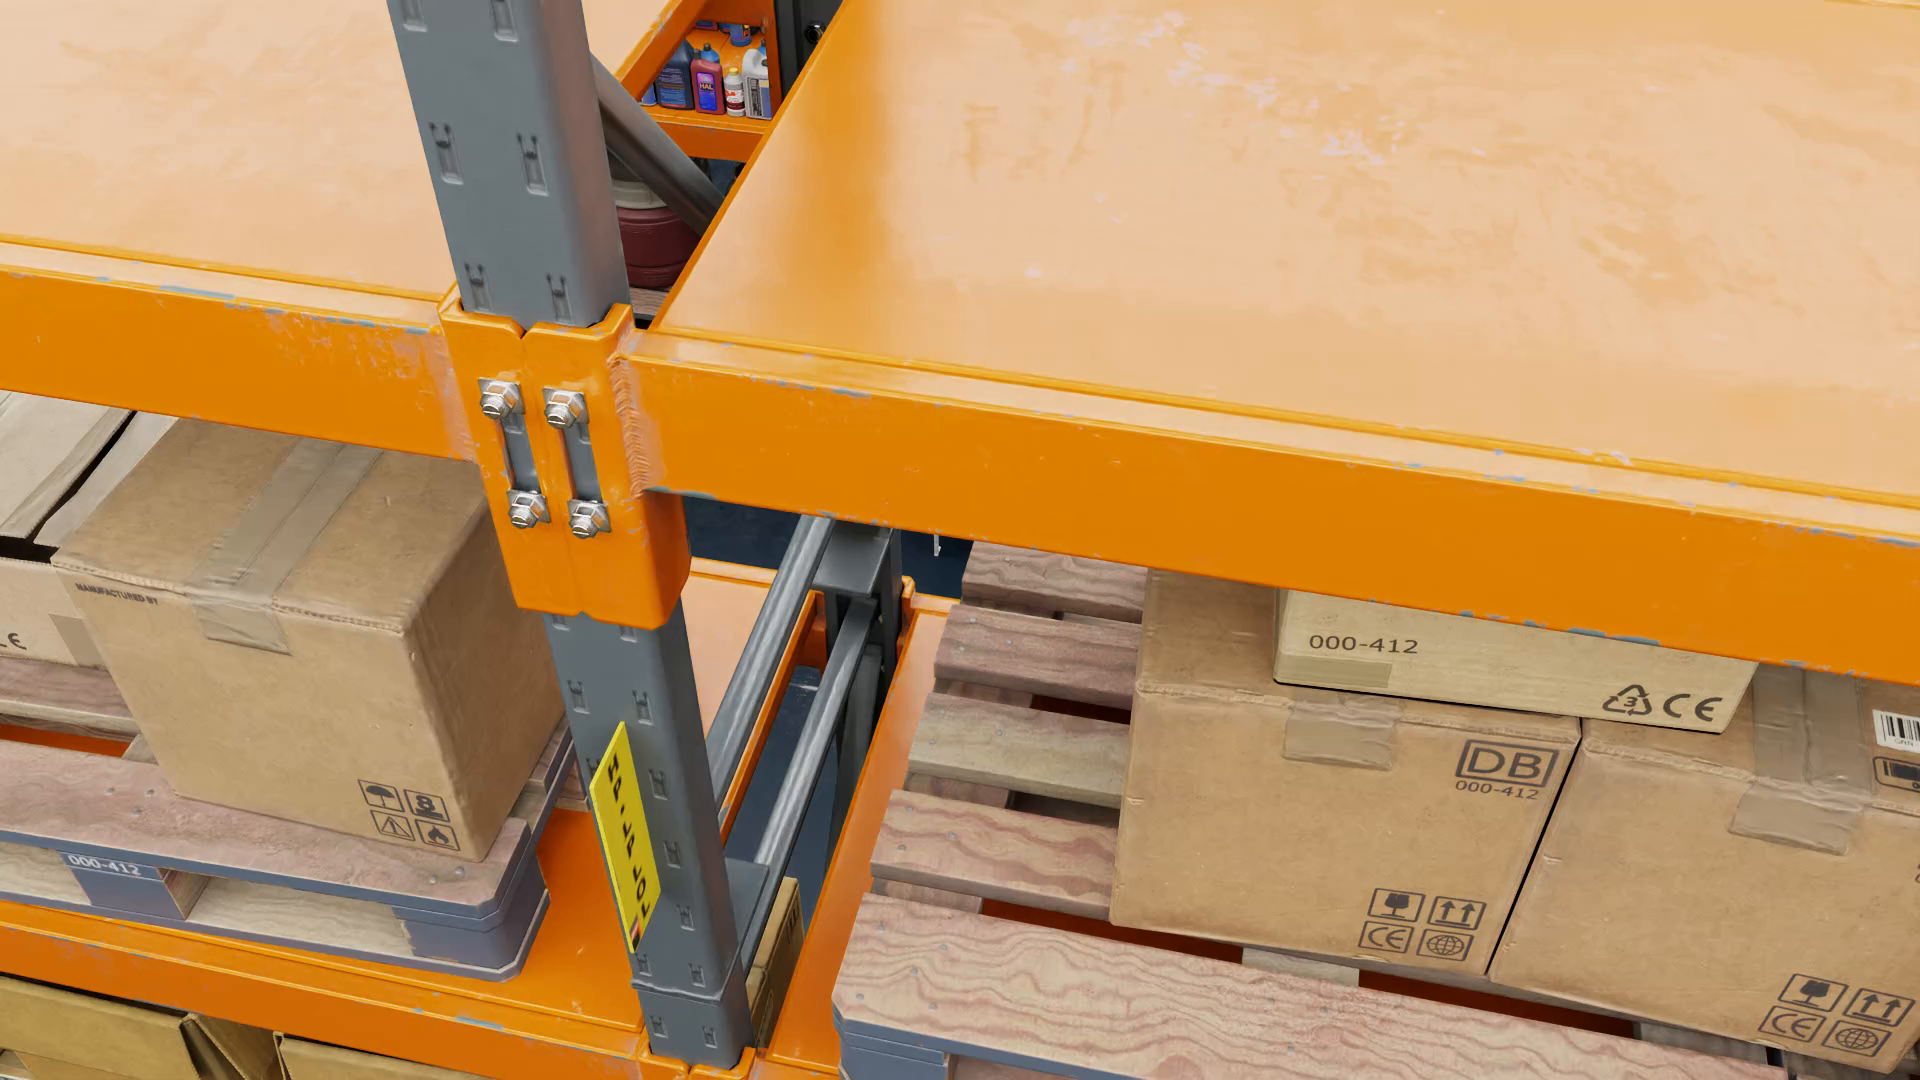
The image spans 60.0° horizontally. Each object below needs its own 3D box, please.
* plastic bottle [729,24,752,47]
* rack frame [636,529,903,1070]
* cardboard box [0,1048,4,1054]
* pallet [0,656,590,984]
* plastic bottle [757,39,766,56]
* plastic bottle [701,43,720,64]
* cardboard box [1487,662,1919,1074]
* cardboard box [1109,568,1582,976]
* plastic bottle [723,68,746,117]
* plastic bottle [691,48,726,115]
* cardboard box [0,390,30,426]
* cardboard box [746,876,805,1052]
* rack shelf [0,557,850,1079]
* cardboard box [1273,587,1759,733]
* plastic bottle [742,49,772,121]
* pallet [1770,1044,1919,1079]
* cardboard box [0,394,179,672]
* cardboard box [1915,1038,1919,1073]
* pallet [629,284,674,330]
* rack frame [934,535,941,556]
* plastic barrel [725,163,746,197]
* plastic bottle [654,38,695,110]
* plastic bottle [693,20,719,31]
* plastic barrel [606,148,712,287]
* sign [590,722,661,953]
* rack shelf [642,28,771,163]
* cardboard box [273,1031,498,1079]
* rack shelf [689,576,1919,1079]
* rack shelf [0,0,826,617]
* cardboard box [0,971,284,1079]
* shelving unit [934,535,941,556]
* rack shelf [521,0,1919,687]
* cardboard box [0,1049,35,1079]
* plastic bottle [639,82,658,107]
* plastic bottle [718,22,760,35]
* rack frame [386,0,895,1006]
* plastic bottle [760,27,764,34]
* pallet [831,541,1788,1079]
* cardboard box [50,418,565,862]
[{"bbox_3d":[-1.020,-2.418,7.652,0.097,0.271,0.097,0,44,0],"label":"plastic bottle"},{"bbox_3d":[-0.274,1.359,3.635,0.127,3.000,1.000,9,45,9],"label":"rack frame"},{"bbox_3d":[-2.176,0.675,3.550,0.637,0.503,0.797,10,45,10],"label":"cardboard box"},{"bbox_3d":[-1.179,0.242,2.771,1.217,0.209,0.805,7,44,7],"label":"pallet"},{"bbox_3d":[-0.845,-2.062,7.282,0.097,0.271,0.097,0,44,0],"label":"plastic bottle"},{"bbox_3d":[-1.090,-2.035,7.254,0.097,0.271,0.097,0,44,0],"label":"plastic bottle"},{"bbox_3d":[1.027,0.217,2.211,0.500,0.500,0.700,11,45,11],"label":"cardboard box"},{"bbox_3d":[0.503,0.133,2.299,0.500,0.500,0.700,6,44,7],"label":"cardboard box"},{"bbox_3d":[-0.973,-1.948,7.214,0.097,0.201,0.097,0,44,0],"label":"plastic bottle"},{"bbox_3d":[-1.090,-1.983,7.191,0.133,0.283,0.061,9,45,9],"label":"plastic bottle"},{"bbox_3d":[-1.694,-0.109,2.876,0.250,0.149,0.380,7,44,7],"label":"cardboard box"},{"bbox_3d":[-0.668,1.084,3.848,0.500,0.500,0.500,9,45,9],"label":"cardboard box"},{"bbox_3d":[-2.226,0.235,3.159,4.000,0.370,1.077,9,45,9],"label":"rack shelf"},{"bbox_3d":[0.642,-0.068,1.967,0.500,0.250,0.500,6,44,6],"label":"cardboard box"},{"bbox_3d":[-0.854,-1.976,7.190,0.135,0.276,0.152,9,45,9],"label":"plastic bottle"},{"bbox_3d":[1.709,0.628,2.296,1.213,0.211,1.003,9,45,9],"label":"pallet"},{"bbox_3d":[-1.325,-0.068,2.716,0.500,0.311,0.500,7,44,8],"label":"cardboard box"},{"bbox_3d":[1.506,0.393,2.029,0.500,0.500,0.700,11,45,11],"label":"cardboard box"},{"bbox_3d":[-1.131,-1.316,8.425,1.213,0.211,1.003,9,45,9],"label":"pallet"},{"bbox_3d":[-0.077,-0.444,6.806,0.015,1.200,0.240,9,45,9],"label":"rack frame"},{"bbox_3d":[-0.942,-1.595,8.195,0.421,0.512,0.421,0,44,0],"label":"plastic barrel"},{"bbox_3d":[-1.236,-2.060,7.222,0.185,0.351,0.144,9,45,9],"label":"plastic bottle"},{"bbox_3d":[-1.195,-2.521,7.751,0.133,0.283,0.061,9,45,9],"label":"plastic bottle"},{"bbox_3d":[-1.513,-1.647,8.195,0.708,0.588,0.600,9,45,9],"label":"plastic barrel"},{"bbox_3d":[-0.383,0.347,1.923,0.005,0.325,0.100,9,45,9],"label":"sign"},{"bbox_3d":[-1.144,-2.036,7.682,4.000,0.370,1.077,9,45,9],"label":"rack shelf"},{"bbox_3d":[-0.899,0.871,3.347,0.637,0.503,0.797,8,44,8],"label":"cardboard box"},{"bbox_3d":[1.678,0.840,2.530,4.000,0.370,1.077,9,45,9],"label":"rack shelf"},{"bbox_3d":[-2.226,-0.702,2.257,4.000,0.370,1.077,9,45,9],"label":"rack shelf"},{"bbox_3d":[-1.566,0.759,3.463,0.637,0.503,0.797,9,45,10],"label":"cardboard box"},{"bbox_3d":[0.162,-0.407,6.768,0.503,1.200,0.258,9,45,9],"label":"shelving unit"},{"bbox_3d":[1.678,-0.096,1.628,4.000,0.370,1.077,9,45,9],"label":"rack shelf"},{"bbox_3d":[-1.783,1.283,3.642,0.500,0.500,0.500,8,45,9],"label":"cardboard box"},{"bbox_3d":[-1.391,-2.059,7.276,0.135,0.276,0.152,9,45,9],"label":"plastic bottle"},{"bbox_3d":[-1.036,-2.535,7.716,0.185,0.351,0.144,9,45,9],"label":"plastic bottle"},{"bbox_3d":[-0.274,-0.802,1.555,0.127,3.000,1.000,9,45,9],"label":"rack frame"},{"bbox_3d":[-0.893,-2.500,7.738,0.097,0.271,0.097,0,44,0],"label":"plastic bottle"},{"bbox_3d":[0.522,0.441,2.489,1.213,0.211,1.003,9,45,9],"label":"pallet"},{"bbox_3d":[-0.842,0.010,2.499,0.500,0.500,0.700,10,45,10],"label":"cardboard box"}]
